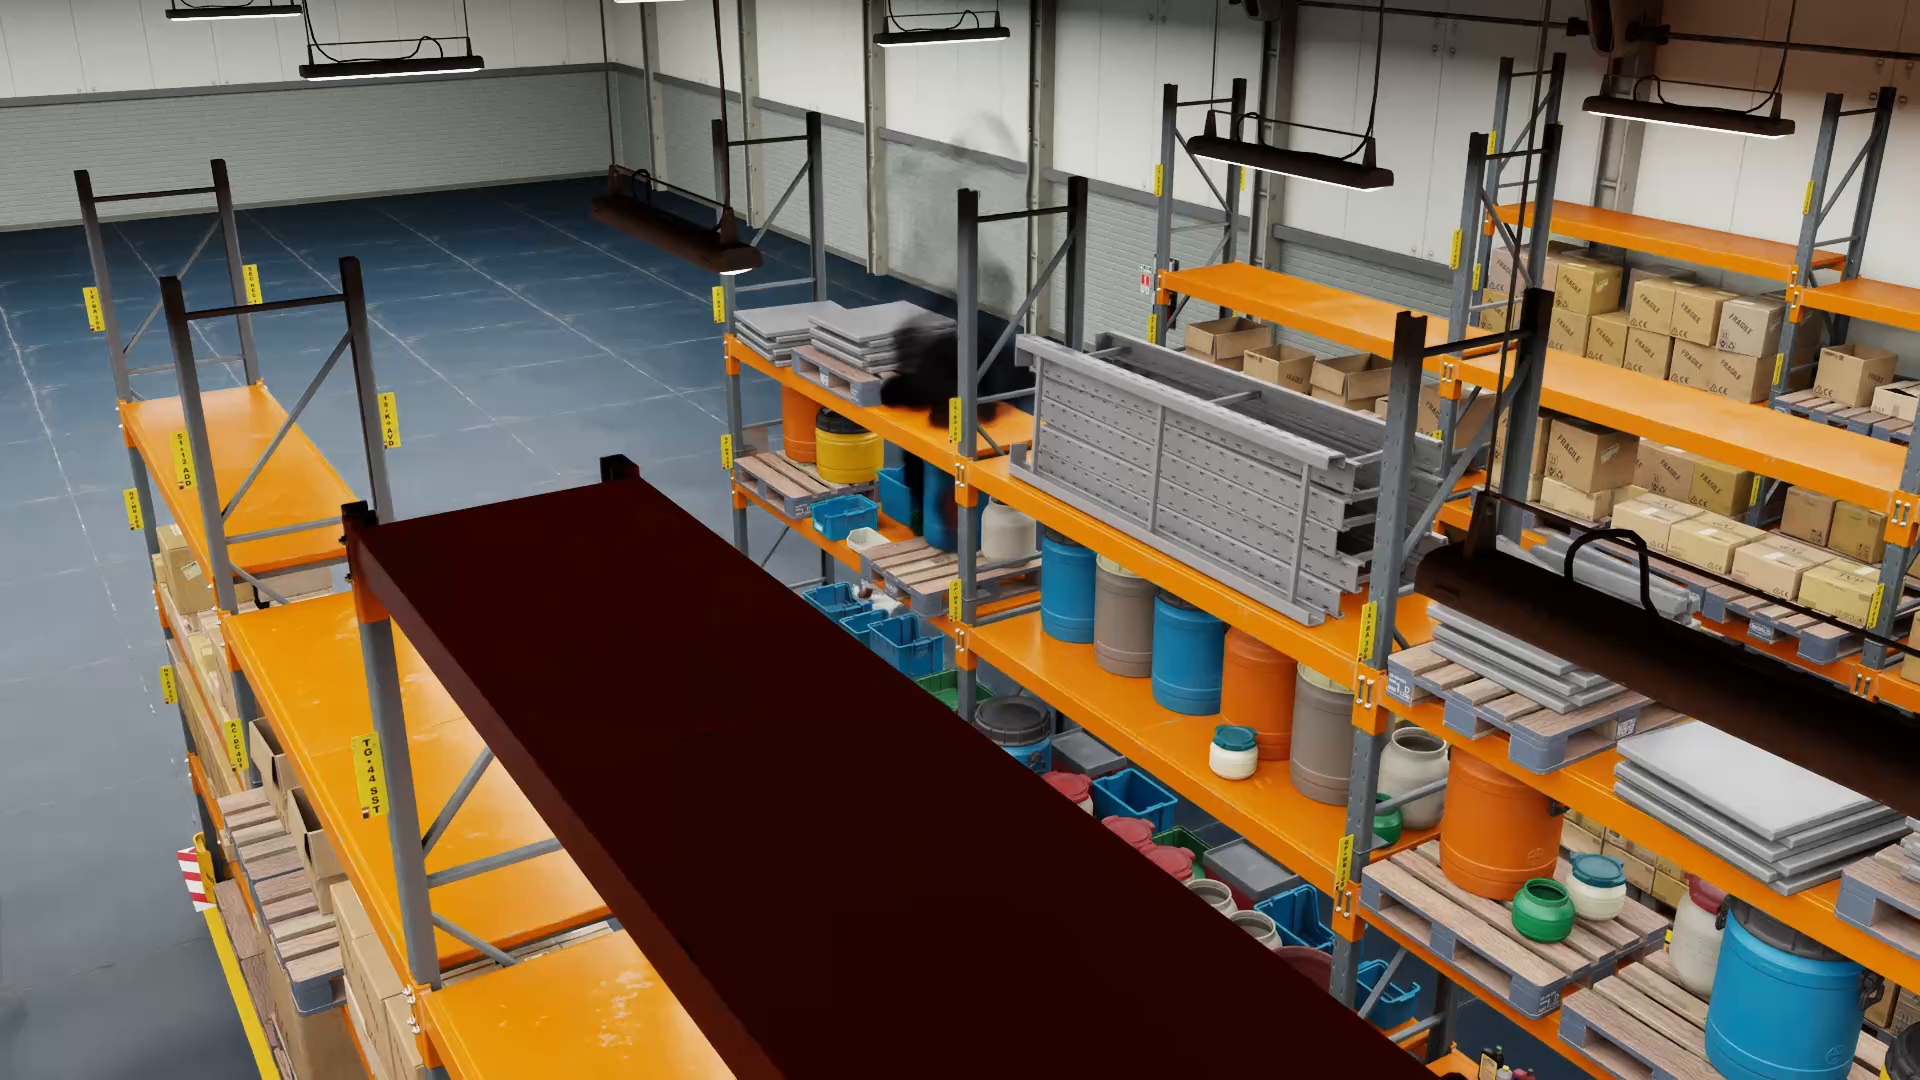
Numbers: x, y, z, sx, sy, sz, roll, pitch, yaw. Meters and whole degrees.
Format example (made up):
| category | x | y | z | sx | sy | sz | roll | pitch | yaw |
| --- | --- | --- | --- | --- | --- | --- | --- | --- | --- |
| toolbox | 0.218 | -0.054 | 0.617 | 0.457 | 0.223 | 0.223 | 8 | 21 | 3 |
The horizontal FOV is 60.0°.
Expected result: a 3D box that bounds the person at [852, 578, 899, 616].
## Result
| category | x | y | z | sx | sy | sz | roll | pitch | yaw |
| --- | --- | --- | --- | --- | --- | --- | --- | --- | --- |
| person | -0.863 | 0.659 | 17.415 | 0.584 | 1.732 | 0.682 | 11 | 24 | 26 |
